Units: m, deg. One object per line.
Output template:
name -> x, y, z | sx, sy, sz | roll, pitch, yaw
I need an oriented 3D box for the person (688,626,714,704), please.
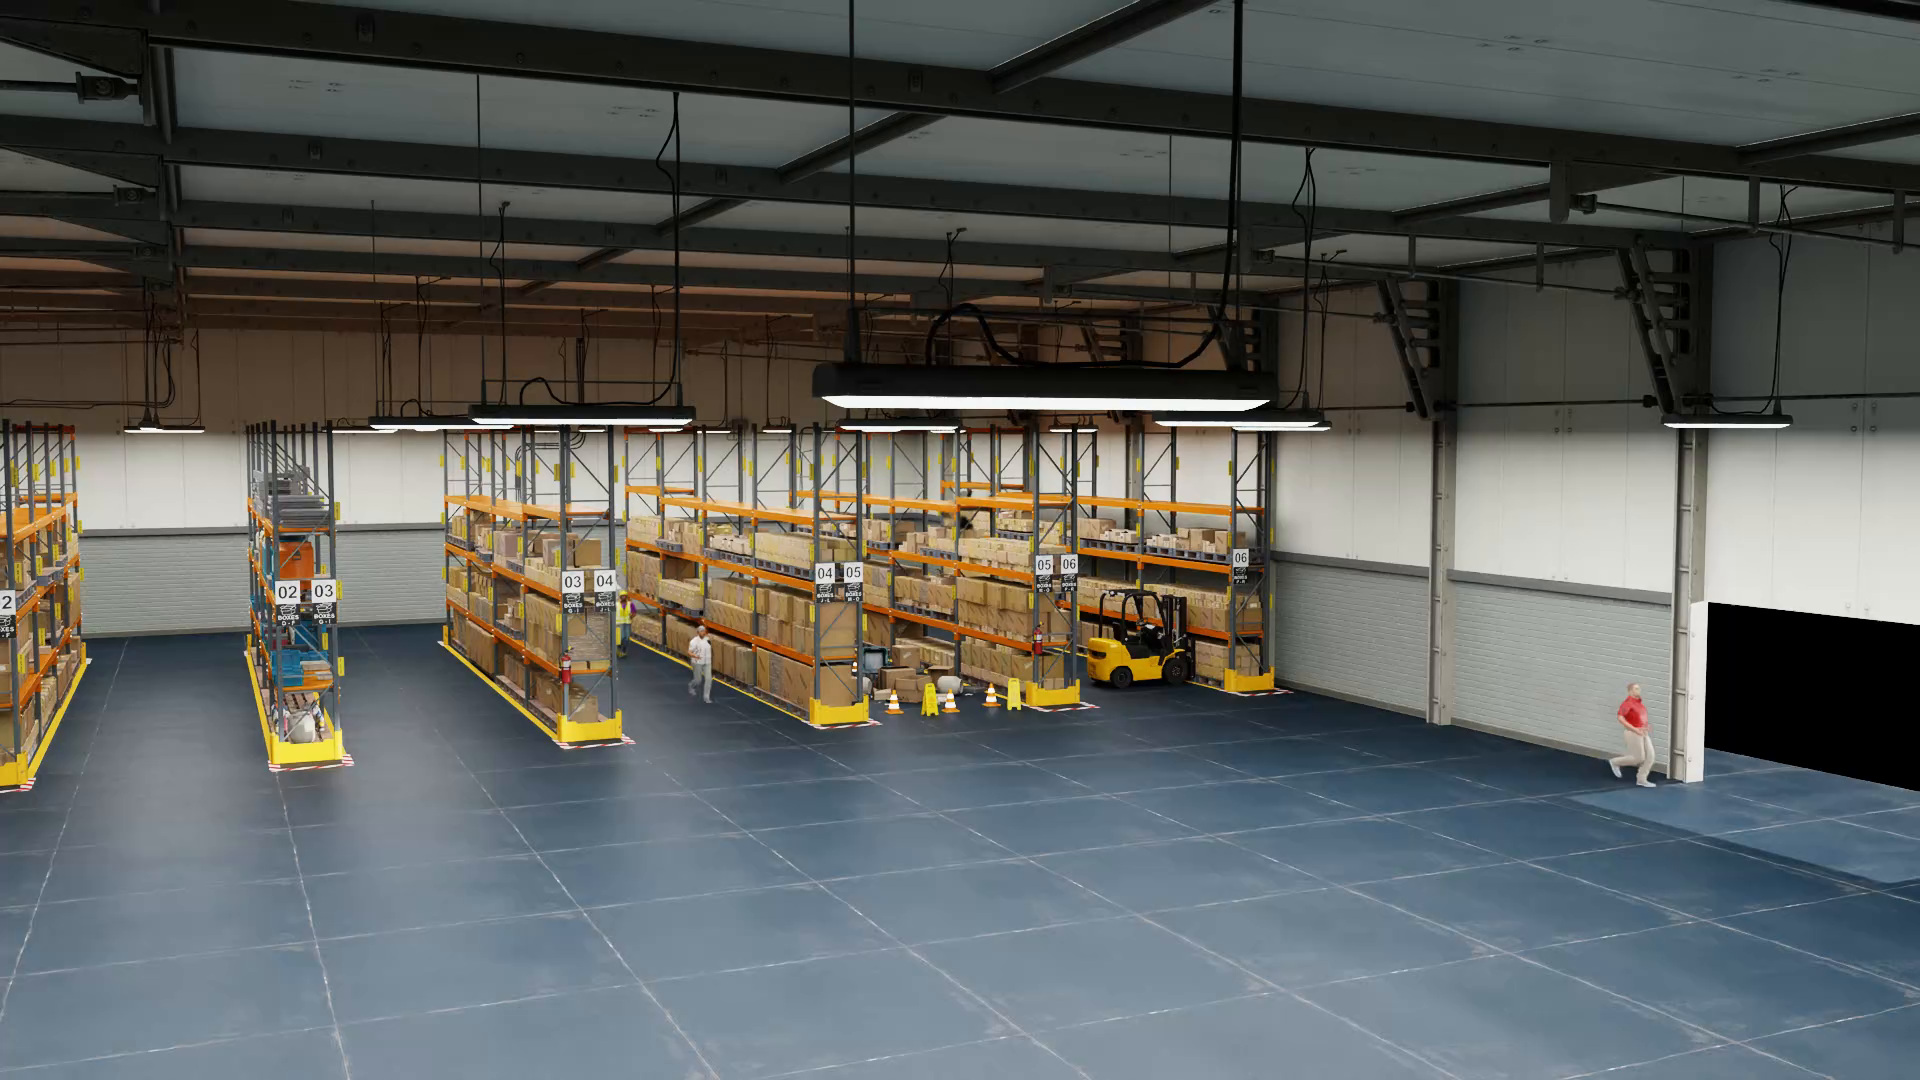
person -> -5.565, 2.668, 35.770 | 0.607, 1.659, 0.849 | -2, 4, -34

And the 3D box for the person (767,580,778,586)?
person -> -5.733, 1.767, 50.926 | 0.618, 1.583, 0.566 | -1, 4, -19

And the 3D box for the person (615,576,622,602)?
person -> -10.181, 1.827, 48.343 | 0.729, 1.741, 0.949 | 3, 5, 43

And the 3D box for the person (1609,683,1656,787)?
person -> 11.045, 3.181, 27.199 | 0.658, 1.669, 0.727 | -3, 5, -40

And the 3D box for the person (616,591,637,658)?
person -> -8.645, 2.171, 42.760 | 0.684, 1.738, 0.667 | -2, 4, -27
